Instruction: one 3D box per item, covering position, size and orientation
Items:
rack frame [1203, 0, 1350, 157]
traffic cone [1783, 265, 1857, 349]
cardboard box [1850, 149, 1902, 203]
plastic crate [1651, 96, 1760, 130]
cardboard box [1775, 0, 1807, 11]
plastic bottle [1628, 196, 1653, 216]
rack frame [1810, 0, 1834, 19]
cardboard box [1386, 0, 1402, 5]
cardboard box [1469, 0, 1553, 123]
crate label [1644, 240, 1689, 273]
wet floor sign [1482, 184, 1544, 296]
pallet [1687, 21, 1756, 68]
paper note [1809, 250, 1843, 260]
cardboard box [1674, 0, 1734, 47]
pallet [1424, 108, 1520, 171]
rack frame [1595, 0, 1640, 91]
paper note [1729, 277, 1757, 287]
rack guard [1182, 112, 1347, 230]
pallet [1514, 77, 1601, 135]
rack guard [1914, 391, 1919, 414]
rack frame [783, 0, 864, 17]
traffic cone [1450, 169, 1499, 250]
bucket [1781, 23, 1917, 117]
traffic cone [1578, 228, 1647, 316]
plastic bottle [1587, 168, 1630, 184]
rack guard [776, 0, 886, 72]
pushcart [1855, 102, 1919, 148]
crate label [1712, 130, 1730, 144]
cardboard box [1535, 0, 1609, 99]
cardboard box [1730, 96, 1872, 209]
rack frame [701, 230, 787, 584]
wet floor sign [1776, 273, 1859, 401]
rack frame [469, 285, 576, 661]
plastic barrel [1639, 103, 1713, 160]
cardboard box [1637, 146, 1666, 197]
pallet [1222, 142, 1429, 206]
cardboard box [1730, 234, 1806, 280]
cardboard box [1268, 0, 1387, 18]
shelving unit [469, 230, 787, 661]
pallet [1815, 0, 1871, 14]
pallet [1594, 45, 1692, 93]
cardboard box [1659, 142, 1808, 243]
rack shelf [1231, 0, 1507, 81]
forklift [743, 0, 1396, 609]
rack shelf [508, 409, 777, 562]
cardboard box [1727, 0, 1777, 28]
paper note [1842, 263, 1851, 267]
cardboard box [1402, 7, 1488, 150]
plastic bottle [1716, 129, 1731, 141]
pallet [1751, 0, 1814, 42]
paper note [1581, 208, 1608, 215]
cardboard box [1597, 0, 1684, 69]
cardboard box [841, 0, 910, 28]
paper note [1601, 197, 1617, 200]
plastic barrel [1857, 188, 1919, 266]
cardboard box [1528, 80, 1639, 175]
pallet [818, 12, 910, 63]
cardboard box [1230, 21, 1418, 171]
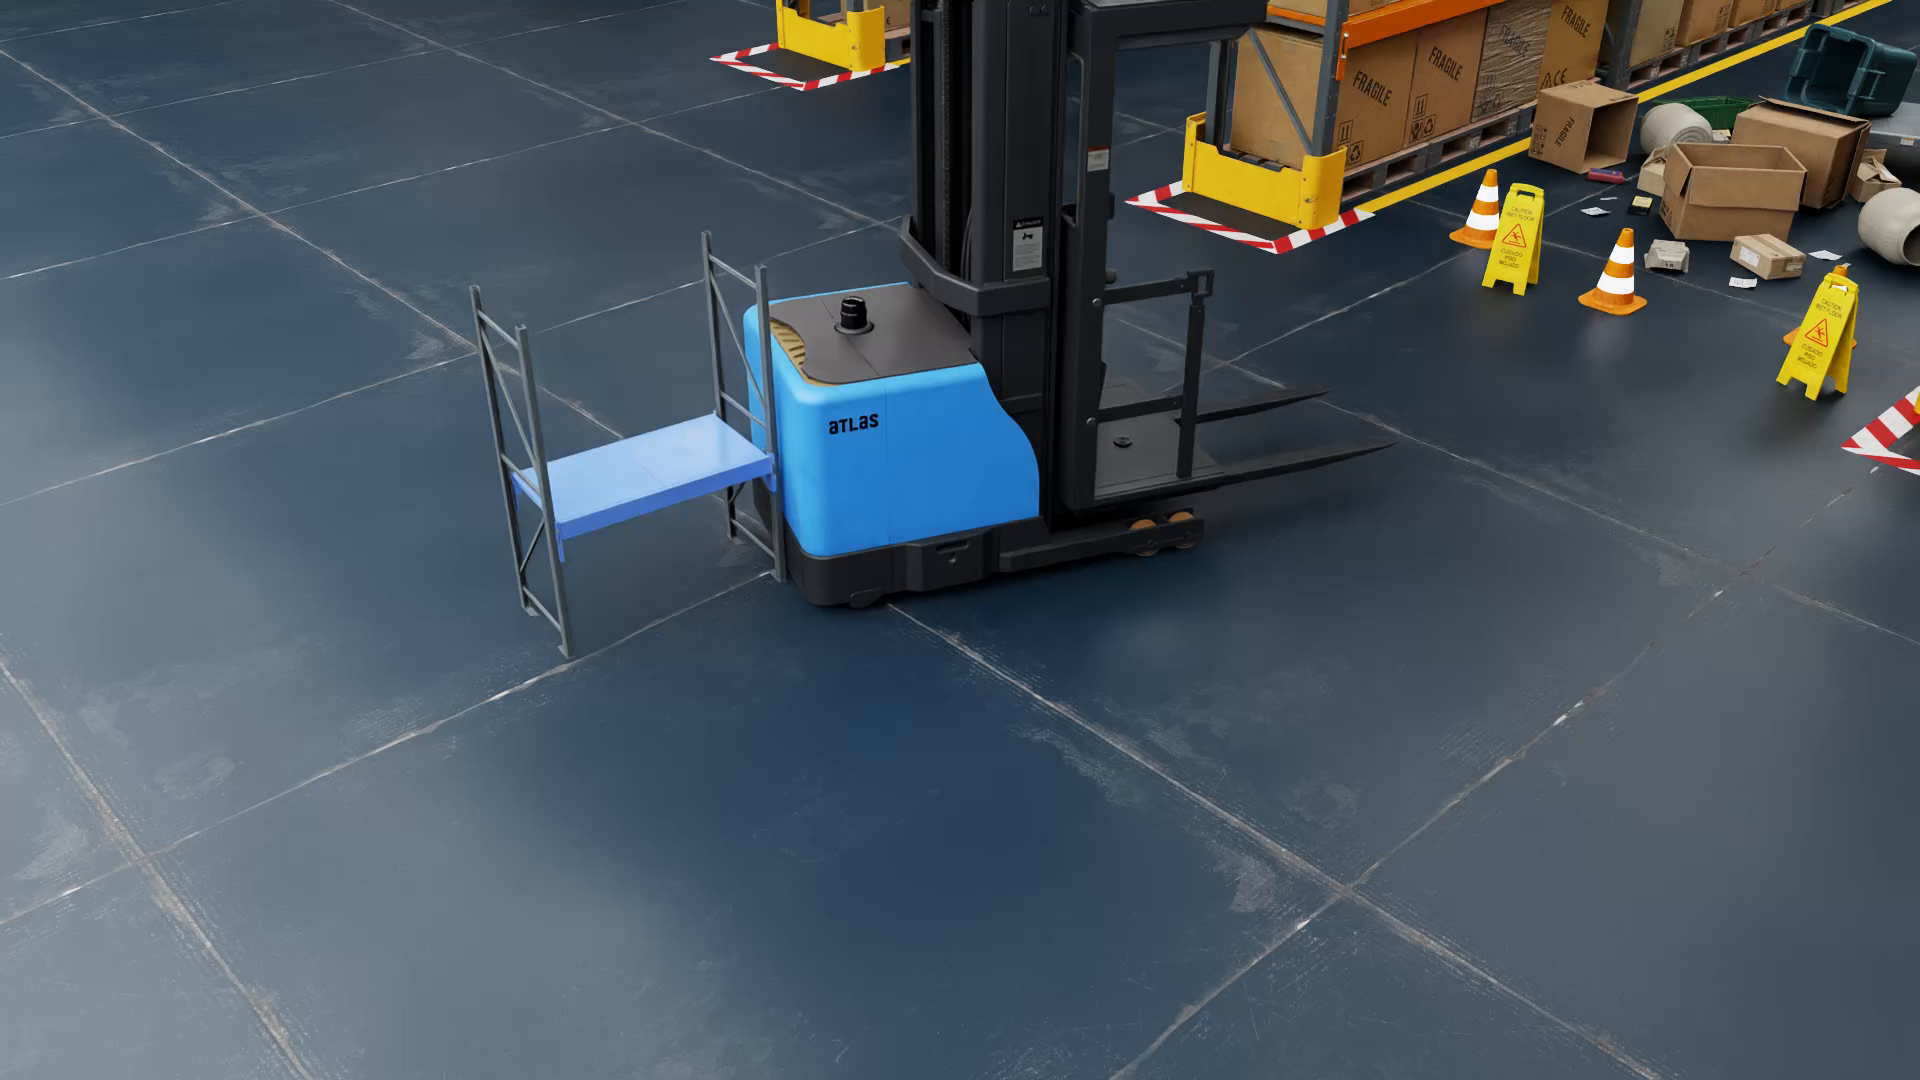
[{"bbox_3d":[2.095,-3.634,10.817,0.127,3.000,1.000,-26,40,-35],"label":"rack frame"},{"bbox_3d":[4.973,-1.340,9.498,0.334,0.463,0.336,-26,40,-35],"label":"traffic cone"},{"bbox_3d":[6.411,-2.561,11.683,0.258,0.266,0.396,4,32,6],"label":"cardboard box"},{"bbox_3d":[5.791,-3.315,12.936,0.662,0.188,0.450,-7,22,-11],"label":"plastic crate"},{"bbox_3d":[7.453,-5.509,15.638,0.750,0.750,1.050,-26,40,-36],"label":"cardboard box"},{"bbox_3d":[4.705,-2.319,11.483,0.133,0.061,0.283,15,34,23],"label":"plastic bottle"},{"bbox_3d":[7.961,-6.472,15.458,0.127,3.000,1.000,-26,40,-35],"label":"rack frame"},{"bbox_3d":[2.724,-4.050,11.355,0.550,0.550,0.875,-26,40,-35],"label":"cardboard box"},{"bbox_3d":[3.861,-3.808,12.736,0.875,0.875,0.875,-25,40,-35],"label":"cardboard box"},{"bbox_3d":[4.503,-1.807,10.575,0.250,0.136,0.298,9,33,15],"label":"crate label"},{"bbox_3d":[3.420,-1.862,10.176,0.267,0.644,0.232,22,37,31],"label":"wet floor sign"},{"bbox_3d":[6.437,-4.601,15.071,1.213,0.211,1.003,-26,40,-35],"label":"pallet"},{"bbox_3d":[5.599,-1.845,10.749,0.142,0.019,0.148,-12,34,-19],"label":"paper note"},{"bbox_3d":[6.132,-4.867,14.589,0.750,0.750,1.050,-26,40,-35],"label":"cardboard box"},{"bbox_3d":[3.522,-3.188,12.762,1.213,0.211,1.003,-26,40,-35],"label":"pallet"},{"bbox_3d":[5.028,-5.053,13.138,0.127,3.000,1.000,-26,40,-35],"label":"rack frame"},{"bbox_3d":[4.874,-1.606,10.348,0.148,0.019,0.142,15,34,23],"label":"paper note"},{"bbox_3d":[2.077,-2.559,11.456,0.348,0.500,1.175,-26,40,-35],"label":"rack guard"},{"bbox_3d":[4.417,-3.623,13.473,1.213,0.211,1.003,-26,40,-35],"label":"pallet"},{"bbox_3d":[5.590,-0.737,8.476,0.348,0.500,1.175,-26,40,-35],"label":"rack guard"},{"bbox_3d":[-1.204,-5.567,13.979,0.127,3.000,1.000,-26,40,-35],"label":"rack frame"},{"bbox_3d":[3.450,-2.197,10.899,0.334,0.463,0.336,-26,40,-35],"label":"traffic cone"},{"bbox_3d":[6.496,-3.374,12.074,0.620,0.611,0.726,-3,30,-25],"label":"bucket"},{"bbox_3d":[3.969,-1.644,9.995,0.334,0.463,0.336,-26,40,-35],"label":"traffic cone"},{"bbox_3d":[4.675,-2.616,11.970,0.283,0.061,0.133,15,34,23],"label":"plastic bottle"},{"bbox_3d":[-1.148,-4.528,14.675,0.348,0.500,1.175,-26,40,-35],"label":"rack guard"},{"bbox_3d":[6.881,-2.931,12.181,1.648,0.377,0.936,15,34,23],"label":"pushcart"},{"bbox_3d":[5.627,-2.981,12.494,0.298,0.136,0.250,4,32,6],"label":"crate label"},{"bbox_3d":[4.519,-4.129,13.261,0.875,0.875,0.875,-25,39,-35],"label":"cardboard box"},{"bbox_3d":[5.781,-2.695,11.546,0.503,0.637,0.797,-26,40,-35],"label":"cardboard box"},{"bbox_3d":[-0.932,-0.554,7.219,0.032,1.500,0.500,-20,37,-30],"label":"rack frame"},{"bbox_3d":[4.668,-1.114,8.953,0.232,0.644,0.267,-12,34,-19],"label":"wet floor sign"},{"bbox_3d":[-1.761,-0.248,6.717,0.032,1.500,0.500,-20,37,-30],"label":"rack frame"},{"bbox_3d":[5.239,-2.964,12.192,0.421,0.421,0.512,-1,31,-2],"label":"plastic barrel"},{"bbox_3d":[5.020,-2.572,11.702,0.258,0.266,0.396,-19,36,-28],"label":"cardboard box"},{"bbox_3d":[2.628,-2.758,12.058,1.213,0.211,1.003,-26,40,-35],"label":"pallet"},{"bbox_3d":[5.122,-1.797,10.547,0.250,0.149,0.380,-7,32,-11],"label":"cardboard box"},{"bbox_3d":[2.336,-3.847,11.022,0.550,0.550,0.875,-26,40,-35],"label":"cardboard box"},{"bbox_3d":[-1.347,-0.401,6.968,1.048,1.500,0.538,-20,37,-30],"label":"shelving unit"},{"bbox_3d":[8.535,-5.559,16.638,1.213,0.211,1.003,-26,40,-35],"label":"pallet"},{"bbox_3d":[5.542,-4.166,14.360,1.213,0.211,1.003,-26,40,-35],"label":"pallet"},{"bbox_3d":[5.101,-2.303,11.033,0.797,0.503,0.637,4,32,6],"label":"cardboard box"},{"bbox_3d":[3.561,-4.036,12.165,4.000,0.370,1.077,-26,40,-35],"label":"rack shelf"},{"bbox_3d":[0.593,-1.422,7.266,3.031,2.935,1.130,-11,33,-17],"label":"forklift"},{"bbox_3d":[-1.347,-0.248,7.062,1.000,0.185,0.538,-20,37,-30],"label":"rack shelf"},{"bbox_3d":[6.814,-5.198,15.129,0.750,0.750,1.050,-25,39,-35],"label":"cardboard box"},{"bbox_3d":[5.639,-1.746,10.596,0.123,0.001,0.032,-26,40,-35],"label":"paper note"},{"bbox_3d":[3.191,-3.485,12.209,0.875,0.875,0.875,-27,40,-36],"label":"cardboard box"},{"bbox_3d":[5.851,-3.124,12.800,0.133,0.061,0.283,9,33,15],"label":"plastic bottle"},{"bbox_3d":[7.332,-5.031,15.775,1.213,0.211,1.003,-26,40,-35],"label":"pallet"},{"bbox_3d":[4.368,-2.258,11.416,0.142,0.017,0.144,-12,34,-19],"label":"paper note"},{"bbox_3d":[5.422,-4.527,14.031,0.750,0.750,1.050,-26,40,-36],"label":"cardboard box"},{"bbox_3d":[-0.734,-4.895,14.873,0.500,0.500,0.500,-18,36,-27],"label":"cardboard box"},{"bbox_3d":[4.546,-2.392,11.652,0.123,0.001,0.032,-7,32,-11],"label":"paper note"},{"bbox_3d":[6.020,-1.989,10.597,0.421,0.421,0.512,-1,31,-2],"label":"plastic barrel"},{"bbox_3d":[4.587,-3.044,12.247,0.500,0.500,0.500,-19,36,-28],"label":"cardboard box"},{"bbox_3d":[-0.528,-4.679,15.200,1.213,0.211,1.003,-26,40,-35],"label":"pallet"},{"bbox_3d":[2.547,-3.172,11.697,0.875,0.875,0.875,-26,40,-35],"label":"cardboard box"}]
